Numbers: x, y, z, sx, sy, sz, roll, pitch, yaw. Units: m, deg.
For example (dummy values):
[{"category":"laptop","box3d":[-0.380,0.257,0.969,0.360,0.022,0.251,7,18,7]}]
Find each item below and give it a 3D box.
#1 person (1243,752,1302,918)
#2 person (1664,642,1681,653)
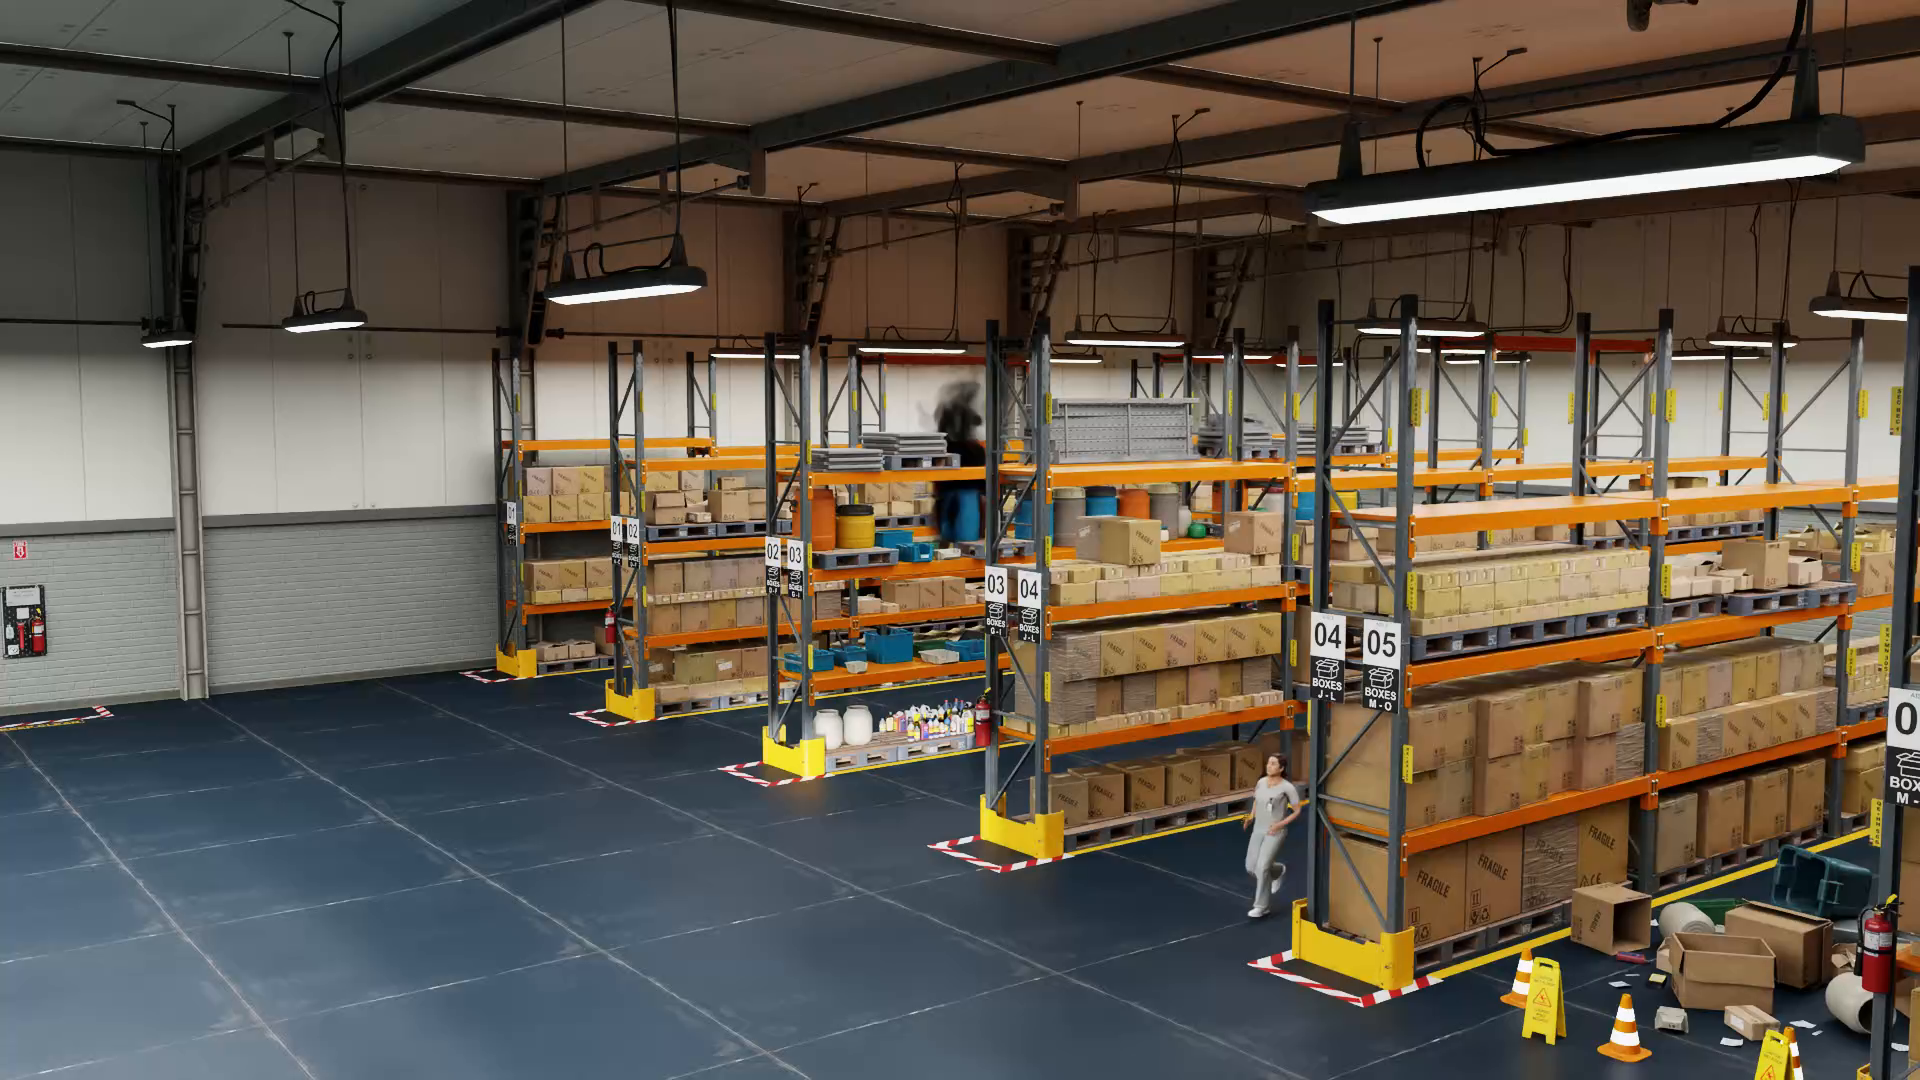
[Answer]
[{"category":"person","box3d":[3.112,2.910,16.523,0.646,1.618,0.557,-5,7,-43]},{"category":"person","box3d":[10.035,2.262,23.566,0.637,1.709,0.557,-5,7,-43]}]
